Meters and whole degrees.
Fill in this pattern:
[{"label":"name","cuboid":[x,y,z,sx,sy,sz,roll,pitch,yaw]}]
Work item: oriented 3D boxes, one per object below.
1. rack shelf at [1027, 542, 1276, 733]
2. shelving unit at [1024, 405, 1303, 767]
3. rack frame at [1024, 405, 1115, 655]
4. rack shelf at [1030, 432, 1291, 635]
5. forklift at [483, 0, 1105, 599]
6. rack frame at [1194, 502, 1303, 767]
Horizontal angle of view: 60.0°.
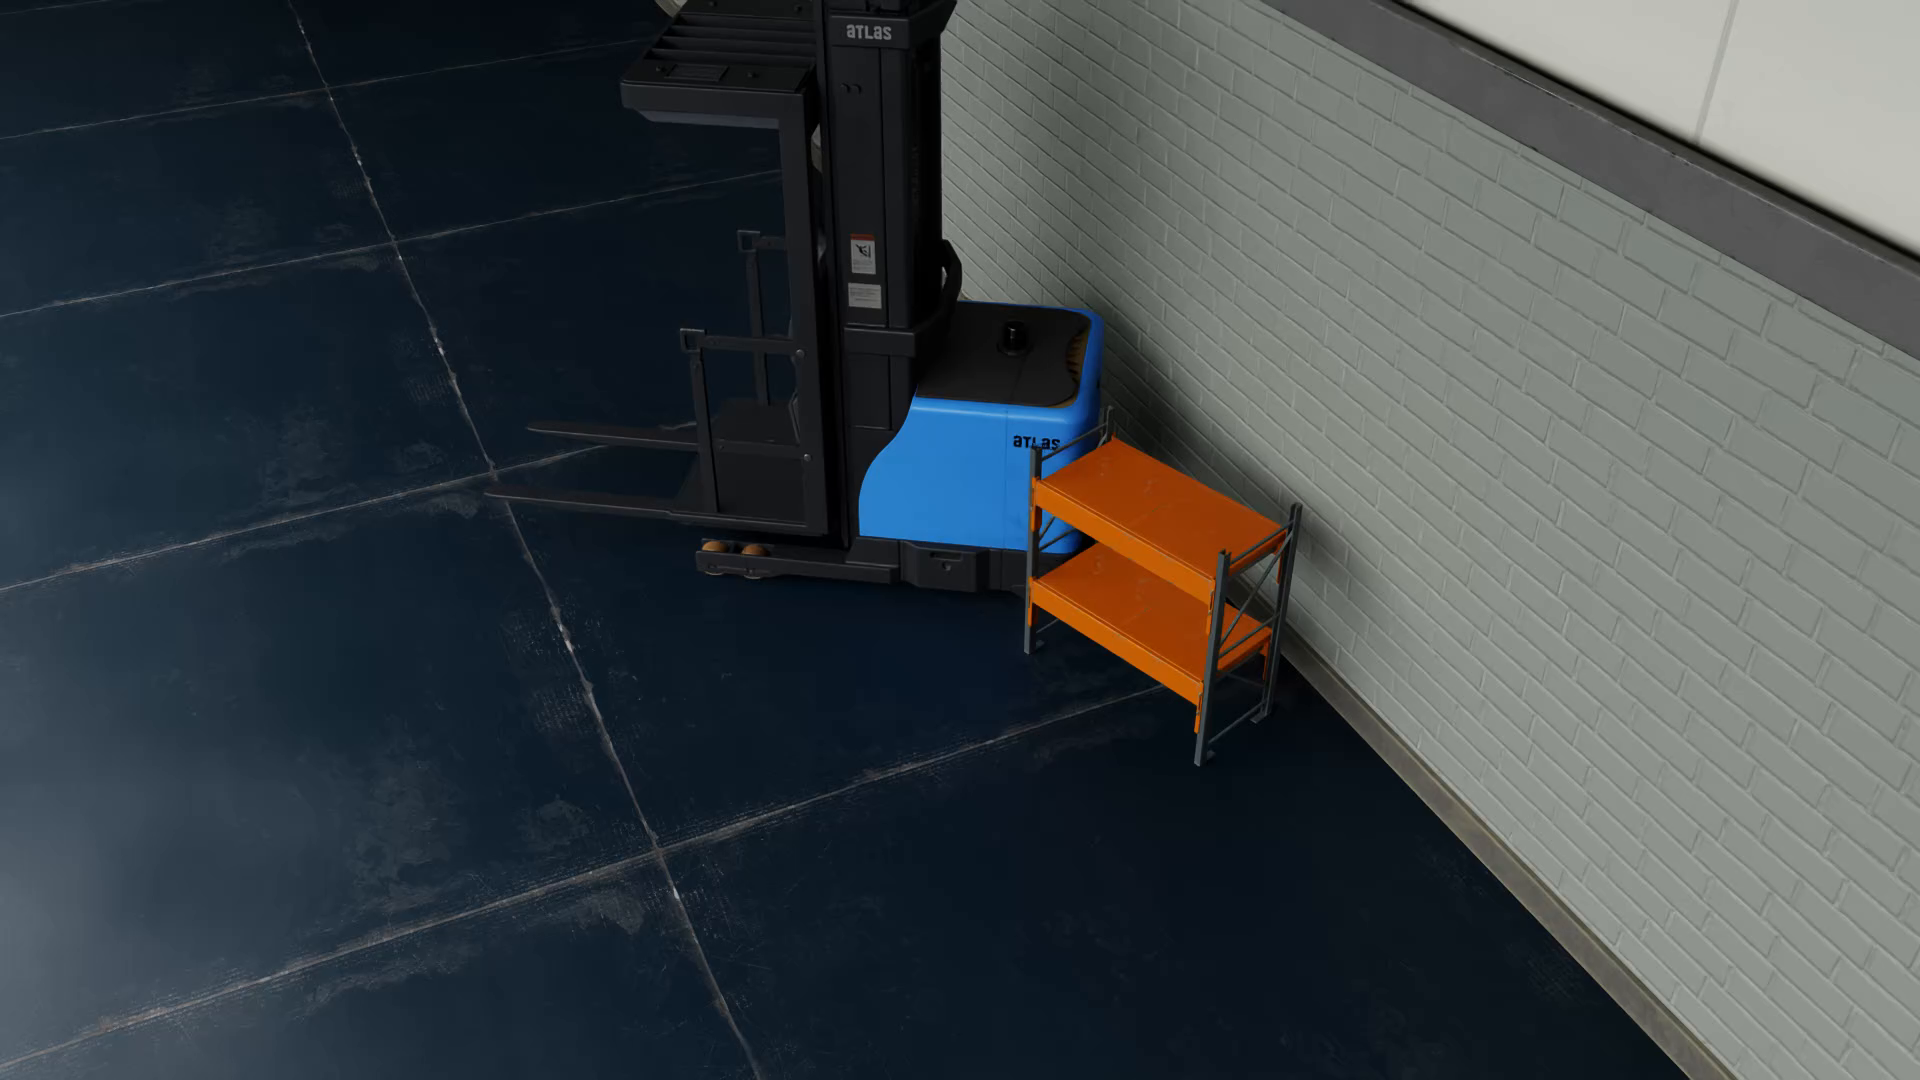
[{"label":"rack shelf","cuboid":[0.839,0.383,7.343,0.538,0.278,1.000,-30,46,-34]},{"label":"shelving unit","cuboid":[0.839,0.187,7.197,0.538,1.125,1.048,-30,46,-34]},{"label":"rack frame","cuboid":[0.487,-0.032,7.492,0.500,1.125,0.032,-30,46,-34]},{"label":"rack shelf","cuboid":[0.839,-0.048,7.023,0.538,0.278,1.000,-30,46,-34]},{"label":"forklift","cuboid":[-0.846,-1.291,7.673,3.031,2.935,1.130,5,37,7]},{"label":"rack frame","cuboid":[1.191,0.406,6.902,0.500,1.125,0.032,-30,46,-34]}]
